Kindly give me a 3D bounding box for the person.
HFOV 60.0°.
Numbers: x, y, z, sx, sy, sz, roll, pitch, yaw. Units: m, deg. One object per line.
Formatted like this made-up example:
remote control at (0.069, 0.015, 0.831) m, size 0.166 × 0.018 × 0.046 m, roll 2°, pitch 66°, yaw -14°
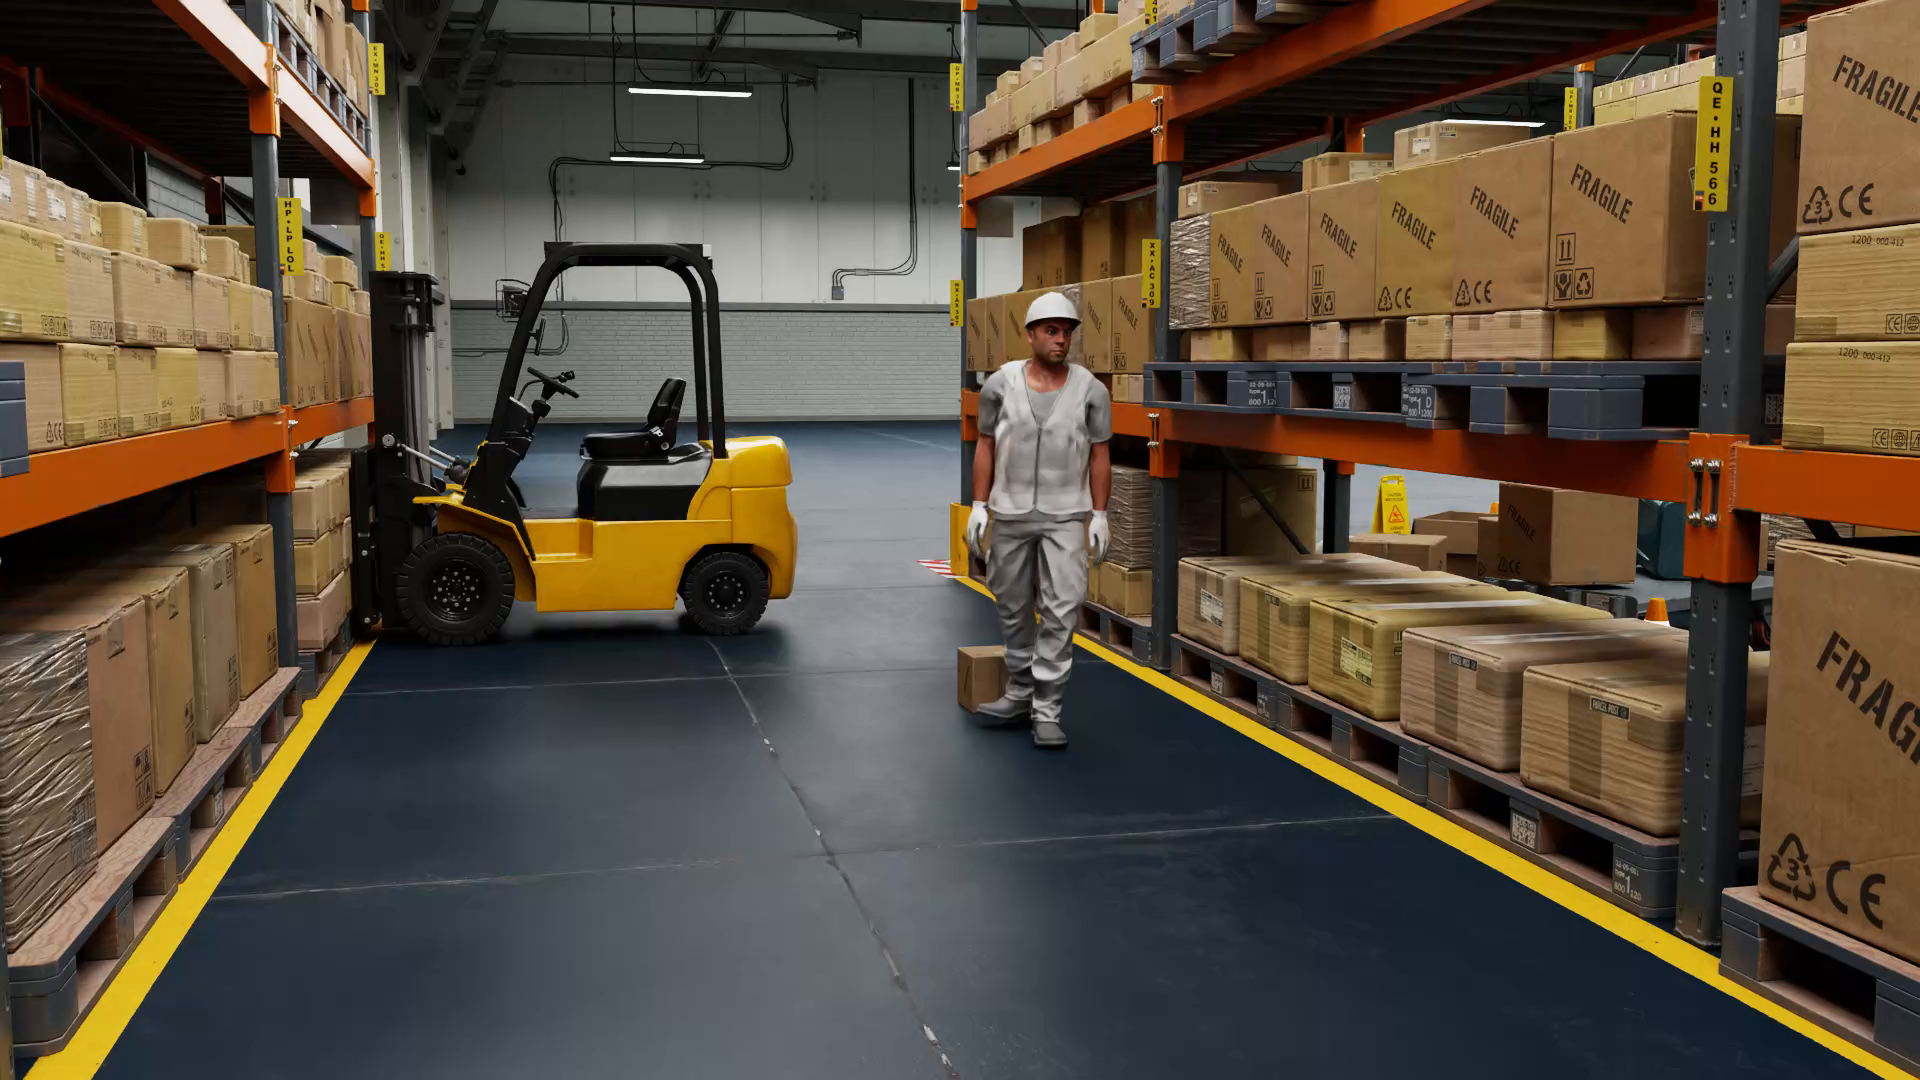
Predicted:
person at (8.753, -1.954, 24.295) m, size 11.643 × 1.778 × 38.200 m, roll 1°, pitch 6°, yaw 9°
